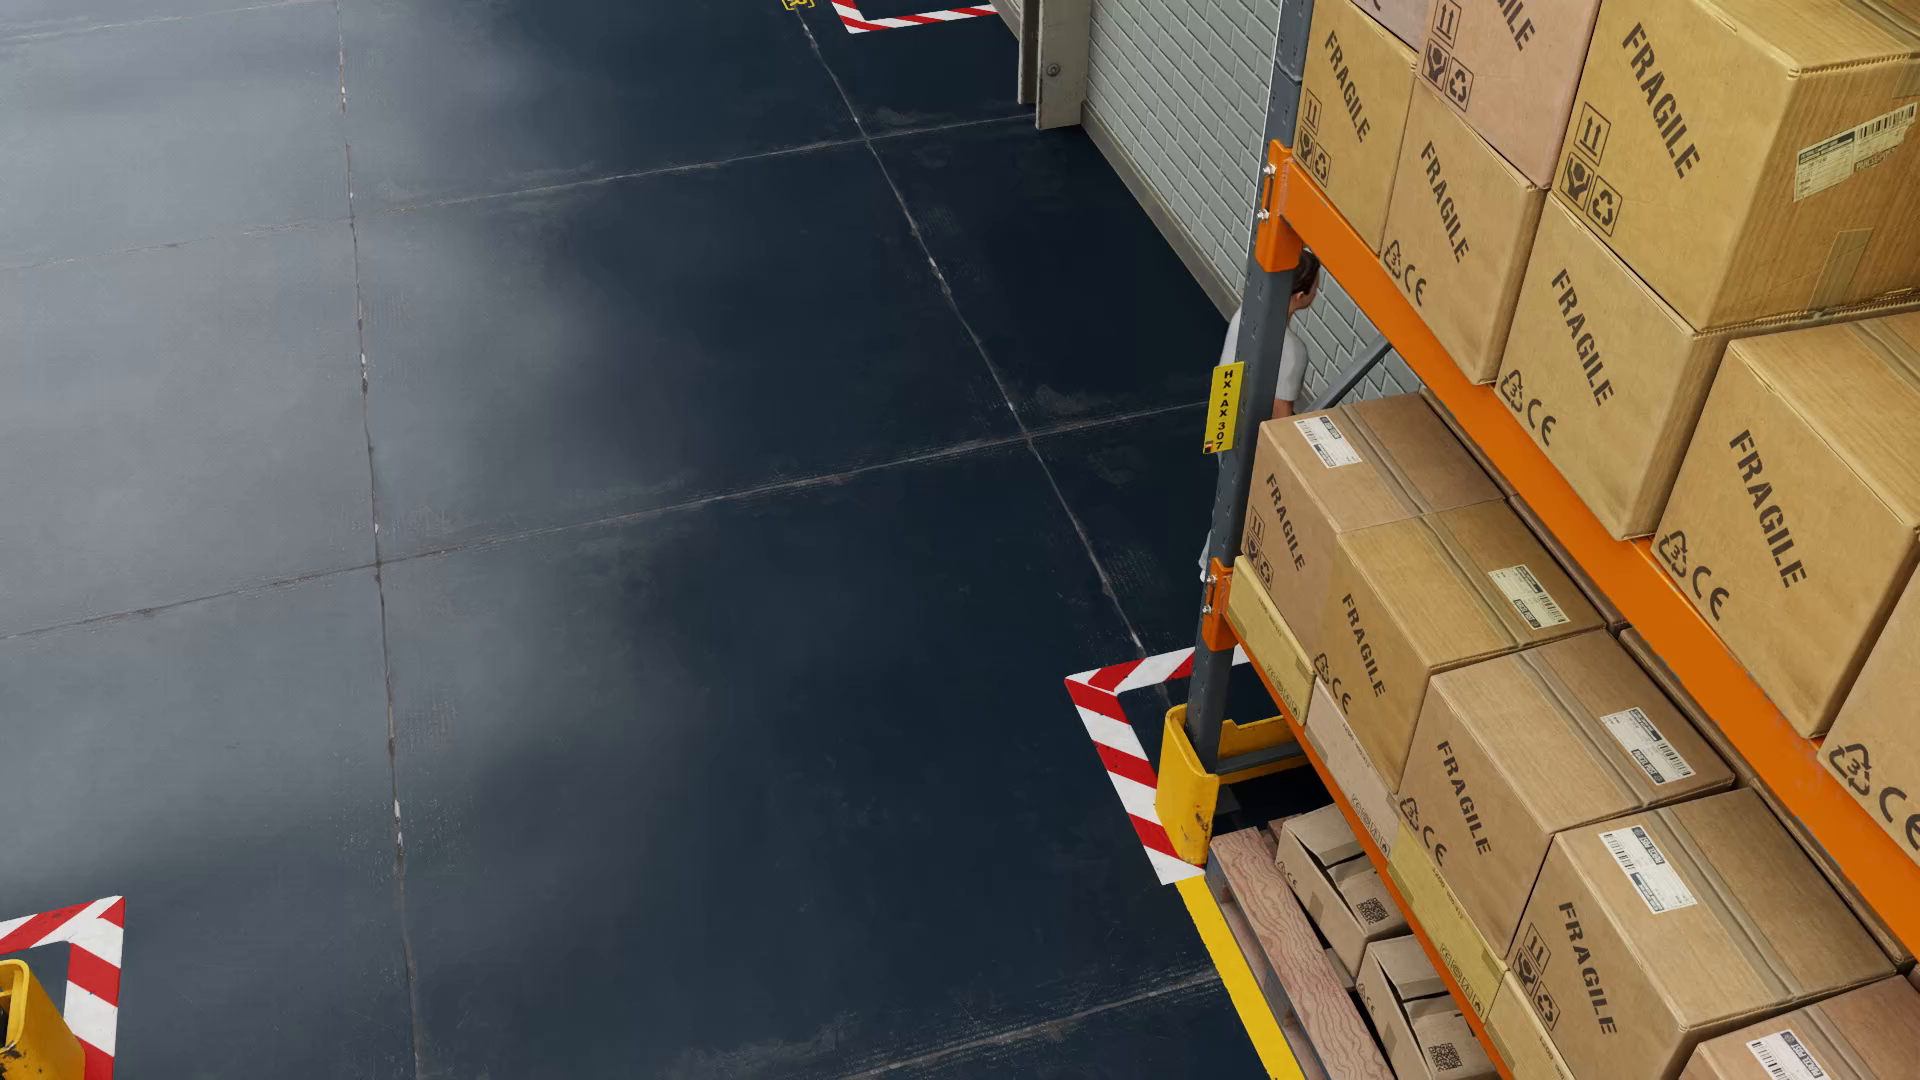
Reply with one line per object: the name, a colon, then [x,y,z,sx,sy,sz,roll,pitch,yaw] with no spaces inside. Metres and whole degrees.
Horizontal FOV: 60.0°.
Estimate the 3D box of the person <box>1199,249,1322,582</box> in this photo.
person: [1.191,-0.413,6.614,0.355,1.673,0.508,-13,44,-14]
